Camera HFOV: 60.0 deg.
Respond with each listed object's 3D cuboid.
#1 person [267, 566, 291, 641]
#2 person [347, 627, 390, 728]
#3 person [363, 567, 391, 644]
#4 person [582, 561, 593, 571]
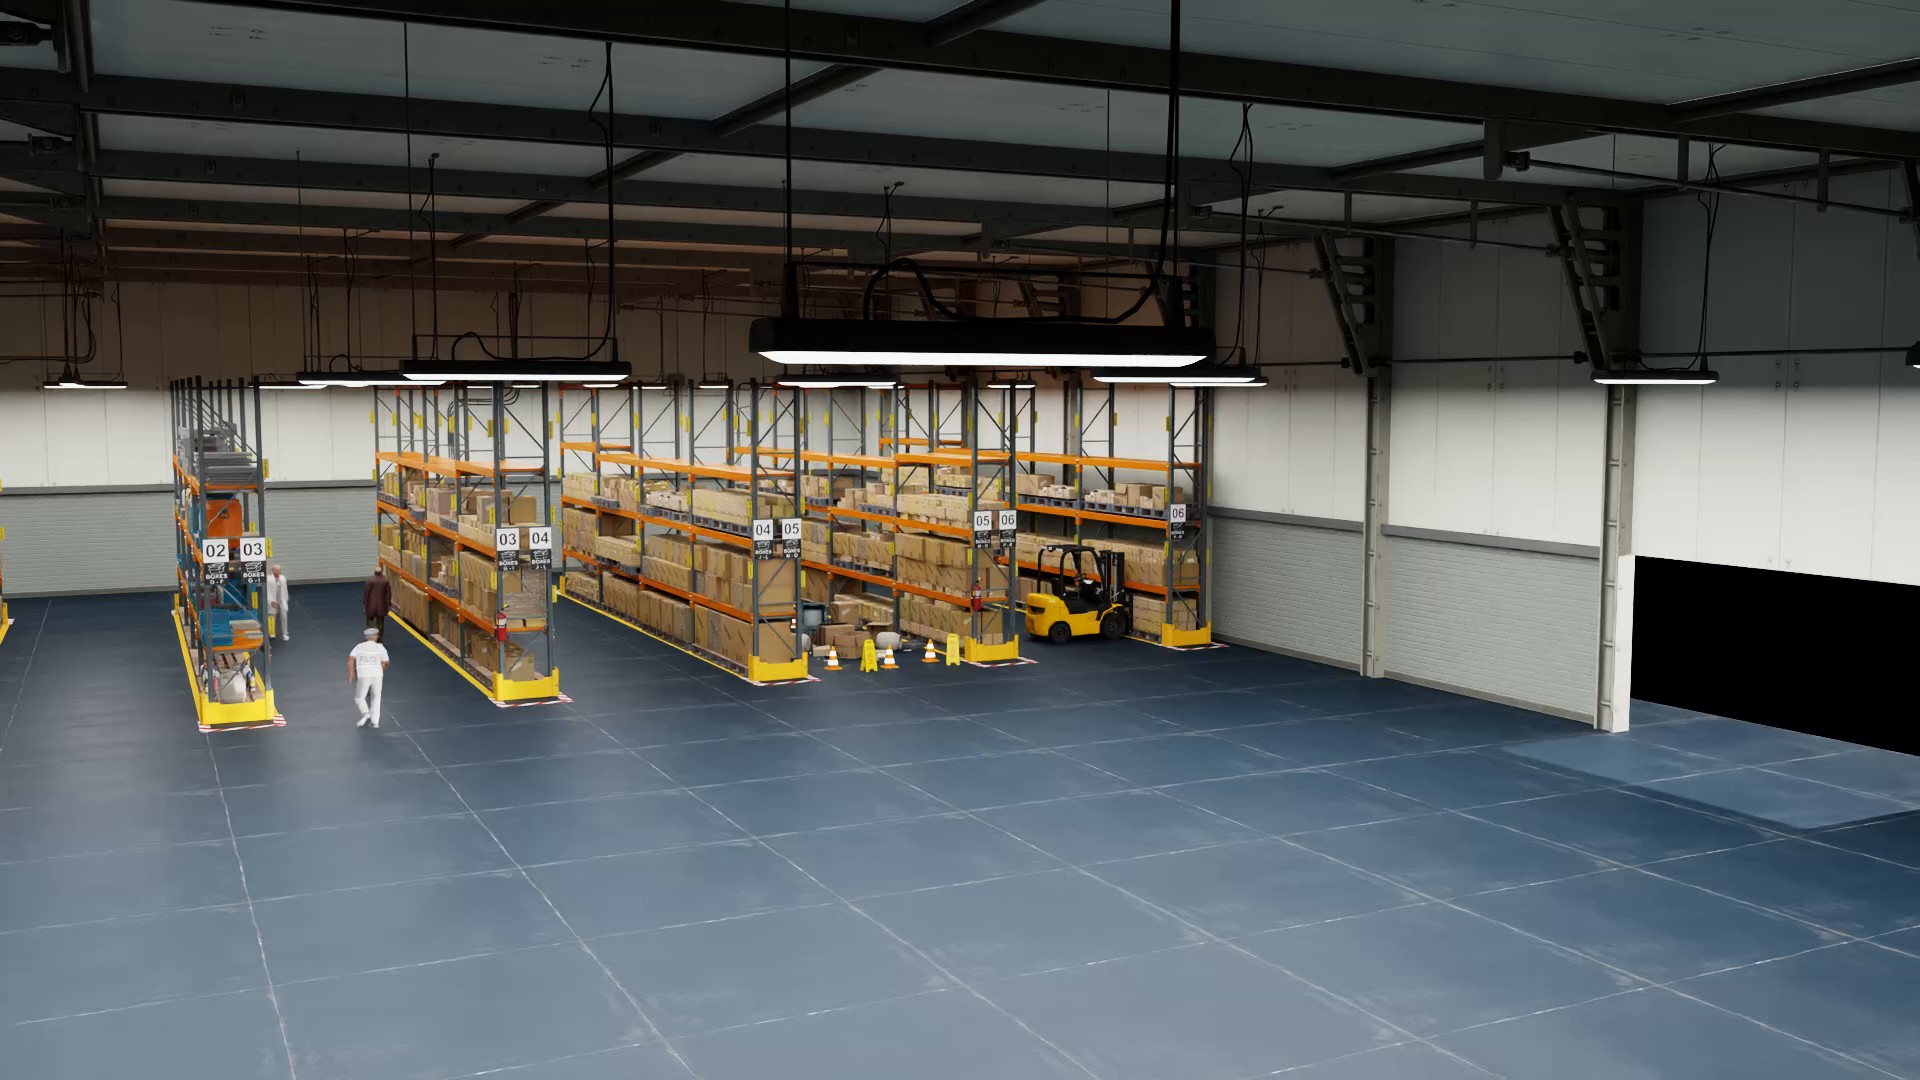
[{"bbox_3d":[-15.728,1.450,38.381,1.126,1.711,0.579,5,7,45],"label":"person"},{"bbox_3d":[-10.180,2.357,28.639,0.694,1.653,0.812,-2,6,-24],"label":"person"},{"bbox_3d":[-13.150,1.489,37.516,0.626,1.781,0.504,-2,5,-20],"label":"person"},{"bbox_3d":[-11.339,0.364,50.986,0.628,1.734,0.723,0,5,-2],"label":"person"}]
